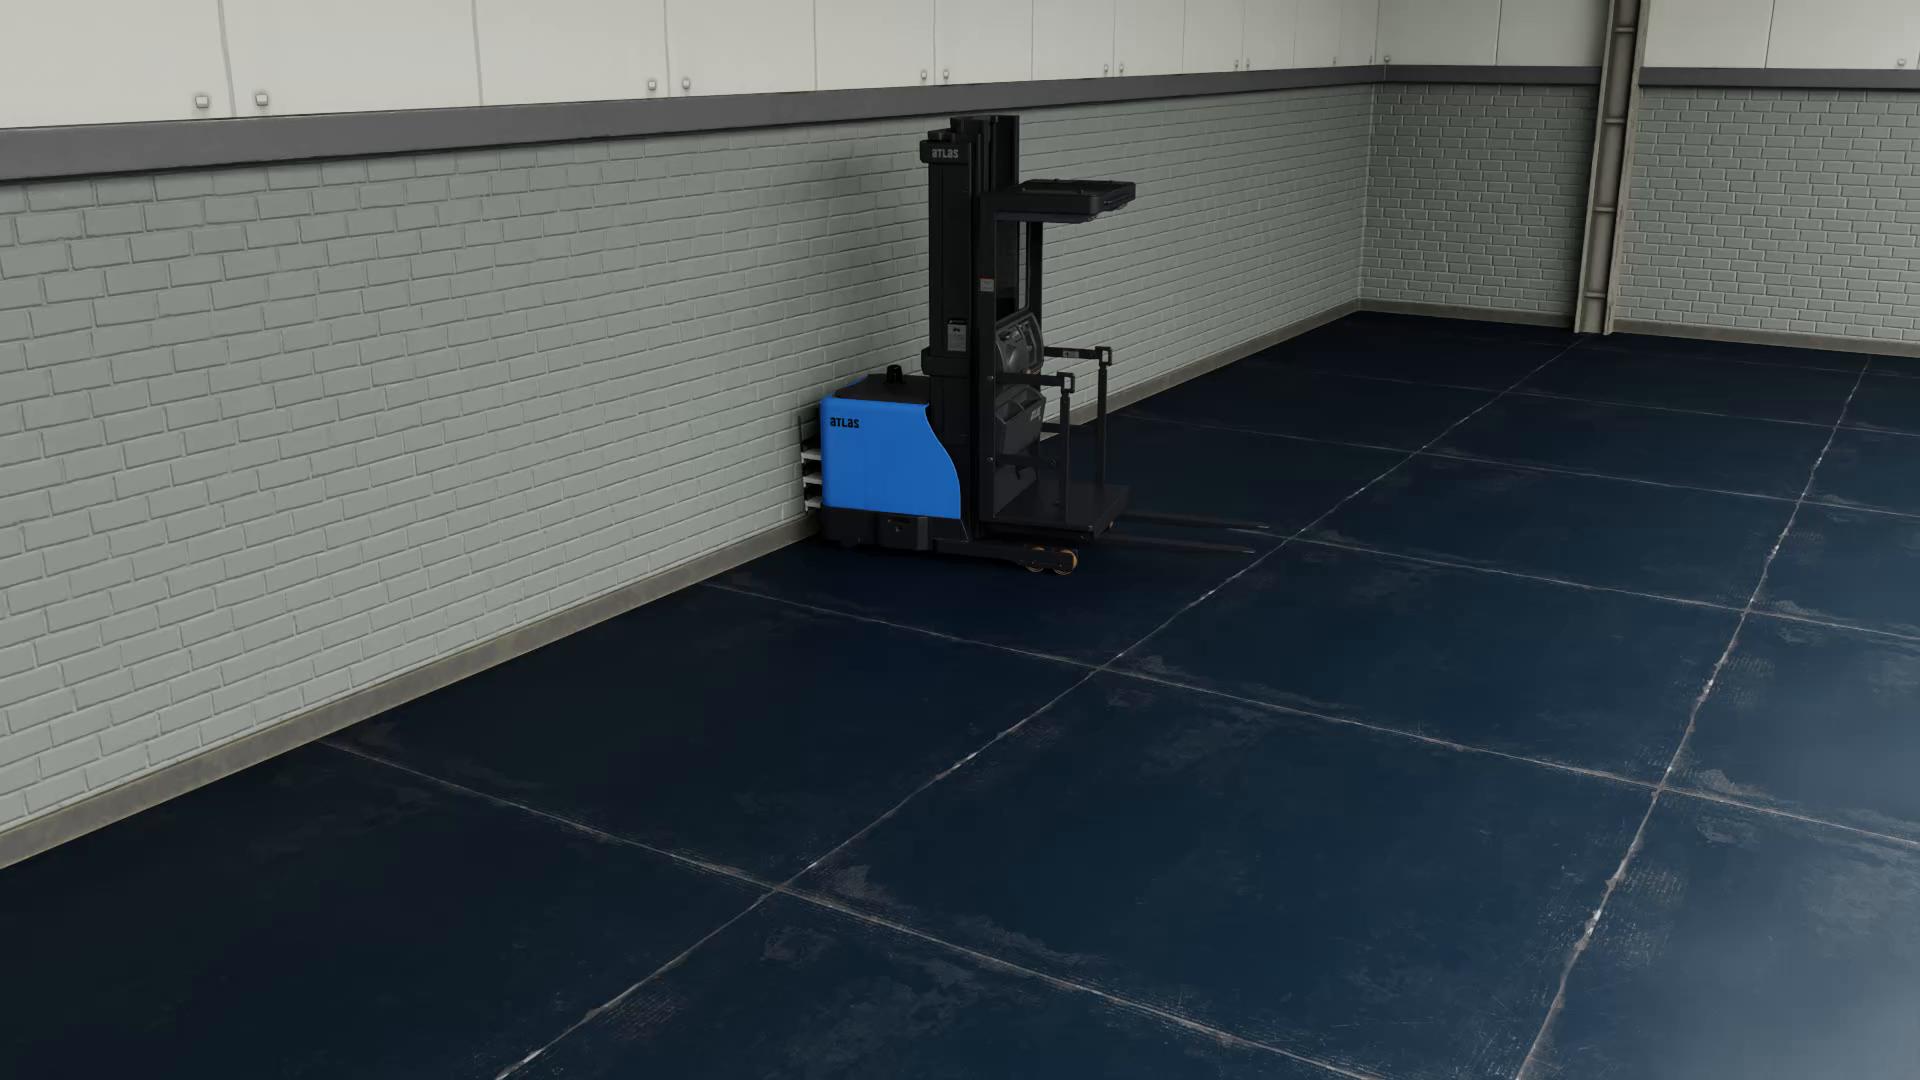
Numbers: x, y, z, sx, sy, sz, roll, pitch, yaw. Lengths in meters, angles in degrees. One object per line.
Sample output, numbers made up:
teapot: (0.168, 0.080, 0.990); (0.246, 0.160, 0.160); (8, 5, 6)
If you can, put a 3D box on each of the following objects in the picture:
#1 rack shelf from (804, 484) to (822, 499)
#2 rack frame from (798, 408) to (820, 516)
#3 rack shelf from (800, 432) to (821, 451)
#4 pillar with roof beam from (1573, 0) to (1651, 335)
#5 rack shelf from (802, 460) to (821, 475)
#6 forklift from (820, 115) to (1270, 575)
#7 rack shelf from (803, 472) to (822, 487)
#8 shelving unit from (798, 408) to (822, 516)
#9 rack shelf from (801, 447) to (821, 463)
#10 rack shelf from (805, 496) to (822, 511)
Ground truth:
rack shelf: (-0.962, -0.354, 11.913); (0.200, 0.077, 0.258); (9, 23, 29)
rack frame: (-1.056, -0.484, 11.919); (0.006, 0.900, 0.240); (9, 23, 29)
rack shelf: (-0.978, -0.691, 11.788); (0.200, 0.077, 0.258); (9, 23, 29)
pillar with roof beam: (5.446, -5.772, 15.402); (0.400, 9.000, 9.100); (10, 20, 30)
rack shelf: (-0.970, -0.522, 11.850); (0.200, 0.077, 0.258); (9, 23, 29)
forklift: (0.594, -1.343, 11.259); (3.031, 2.935, 1.130); (6, 18, 18)
rack shelf: (-0.966, -0.438, 11.882); (0.200, 0.077, 0.258); (9, 23, 29)
shelving unit: (-0.968, -0.469, 11.870); (0.210, 0.900, 0.258); (9, 23, 29)
rack shelf: (-0.974, -0.607, 11.819); (0.200, 0.077, 0.258); (9, 23, 29)
rack shelf: (-0.959, -0.270, 11.944); (0.200, 0.077, 0.258); (9, 23, 29)
